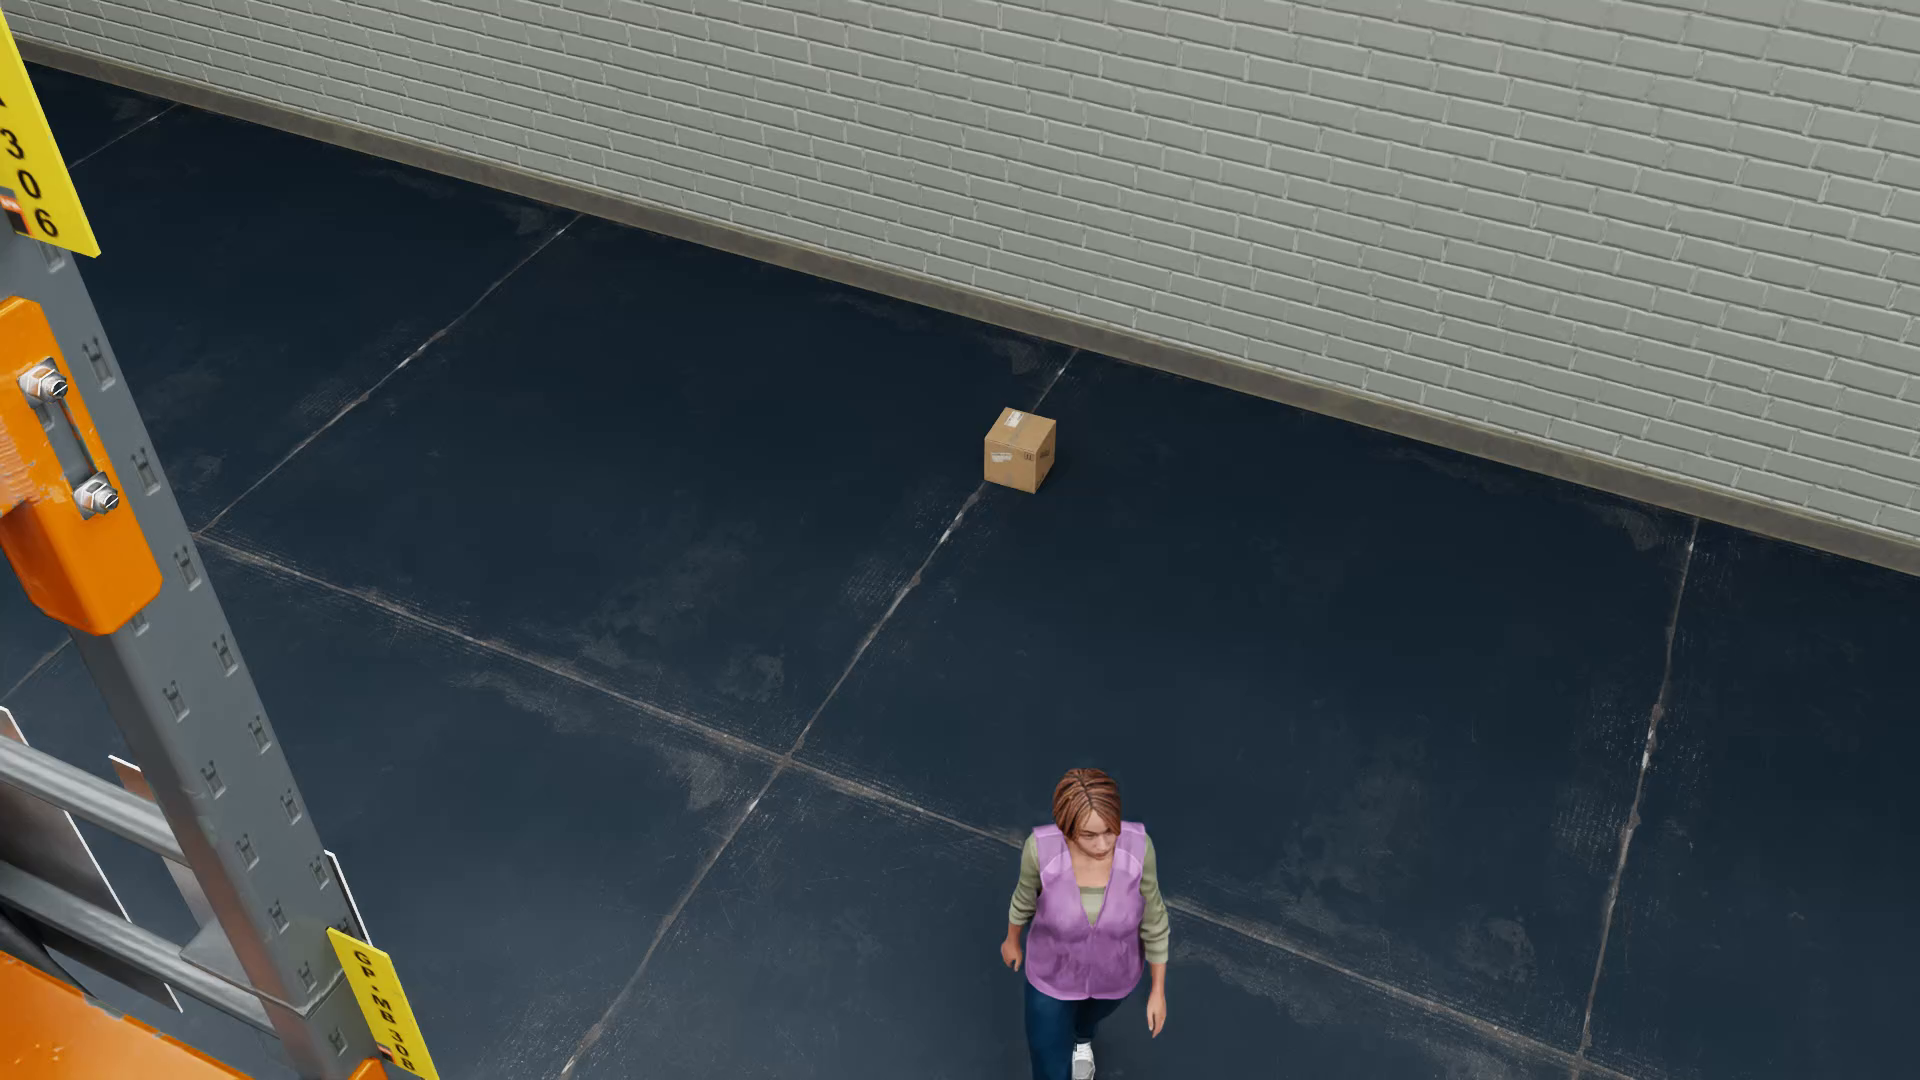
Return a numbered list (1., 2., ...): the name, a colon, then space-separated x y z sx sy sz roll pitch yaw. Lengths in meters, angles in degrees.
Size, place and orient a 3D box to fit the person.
1. person: 0.366 1.281 4.771 0.454 1.599 0.750 -4 43 -4
